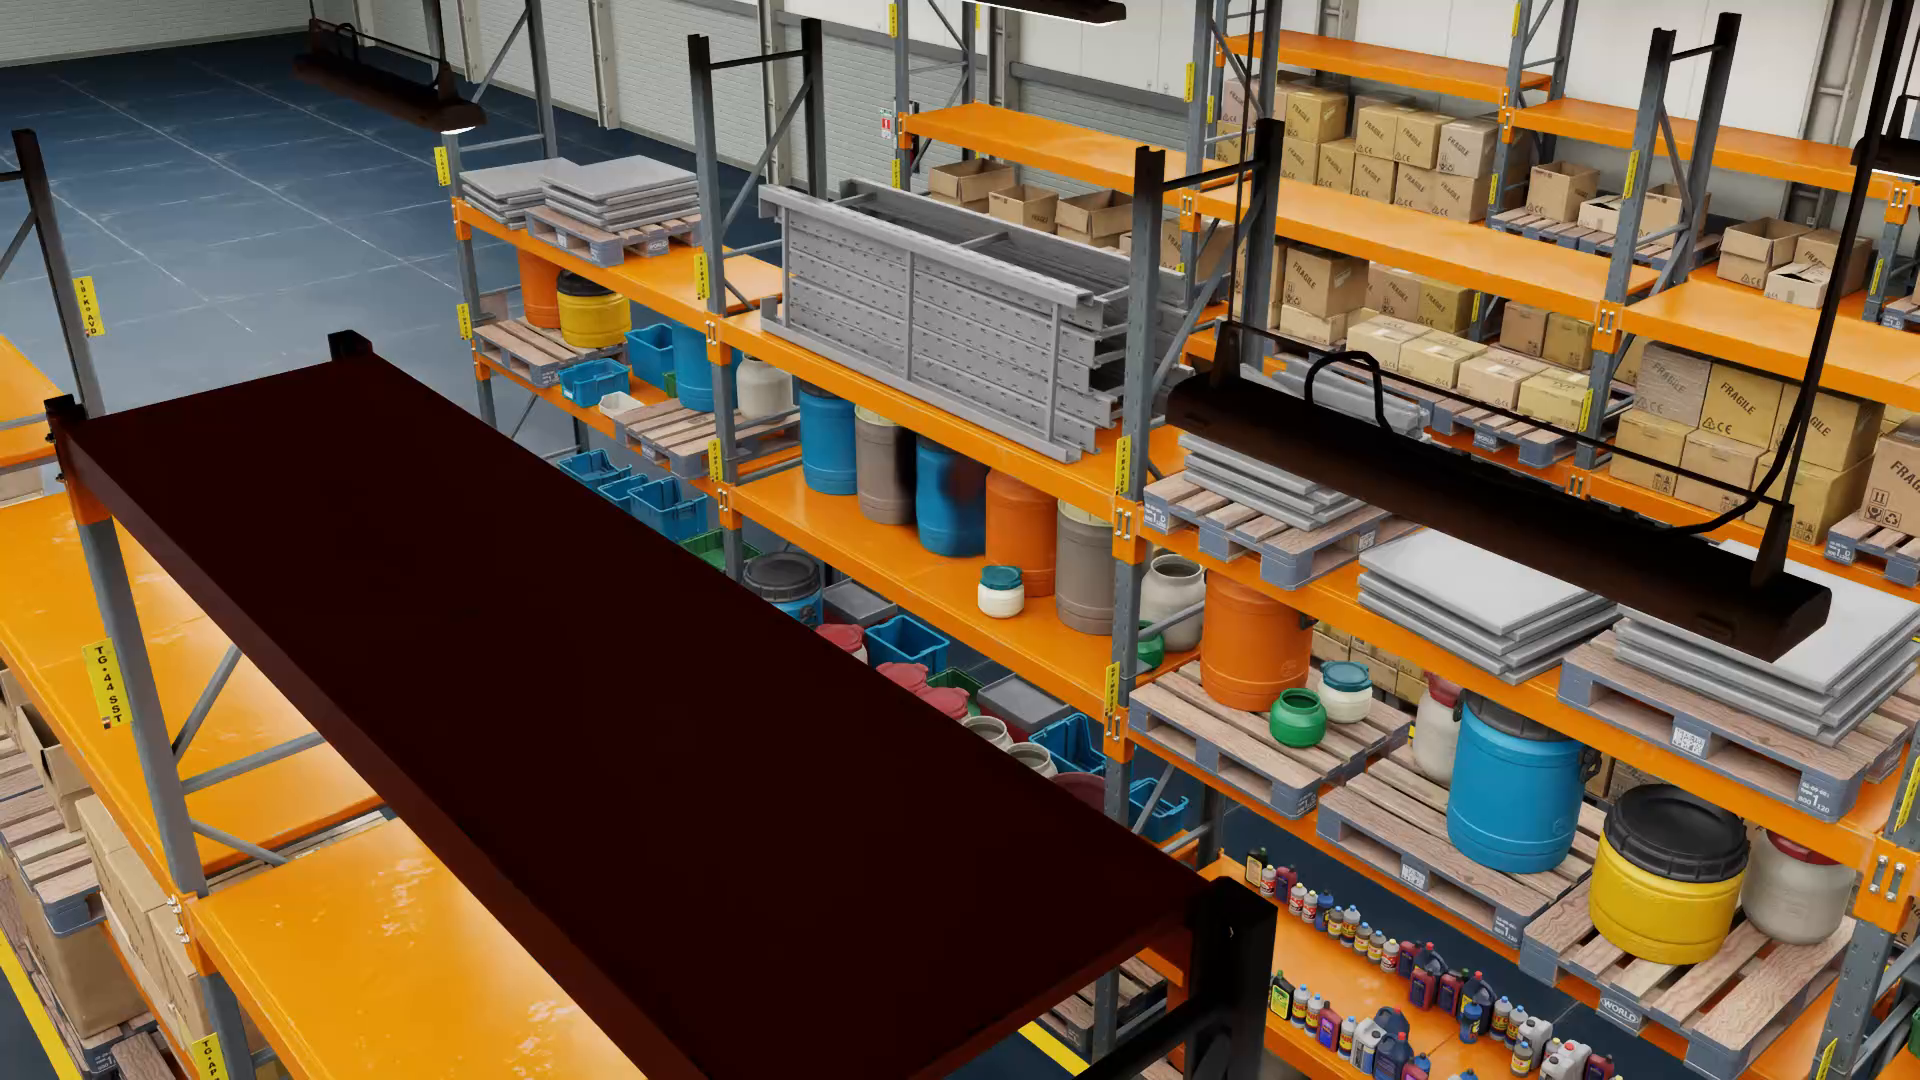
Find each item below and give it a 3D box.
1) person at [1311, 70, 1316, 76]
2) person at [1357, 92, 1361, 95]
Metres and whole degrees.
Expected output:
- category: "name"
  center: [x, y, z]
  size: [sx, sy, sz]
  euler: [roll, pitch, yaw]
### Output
- category: "person"
  center: [3.491, 0.179, 12.900]
  size: [13.917, 3.840, 12.540]
  euler: [-23, 35, -37]
- category: "person"
  center: [-6.943, -0.129, 13.716]
  size: [21.131, 3.710, 18.920]
  euler: [4, 27, 7]
